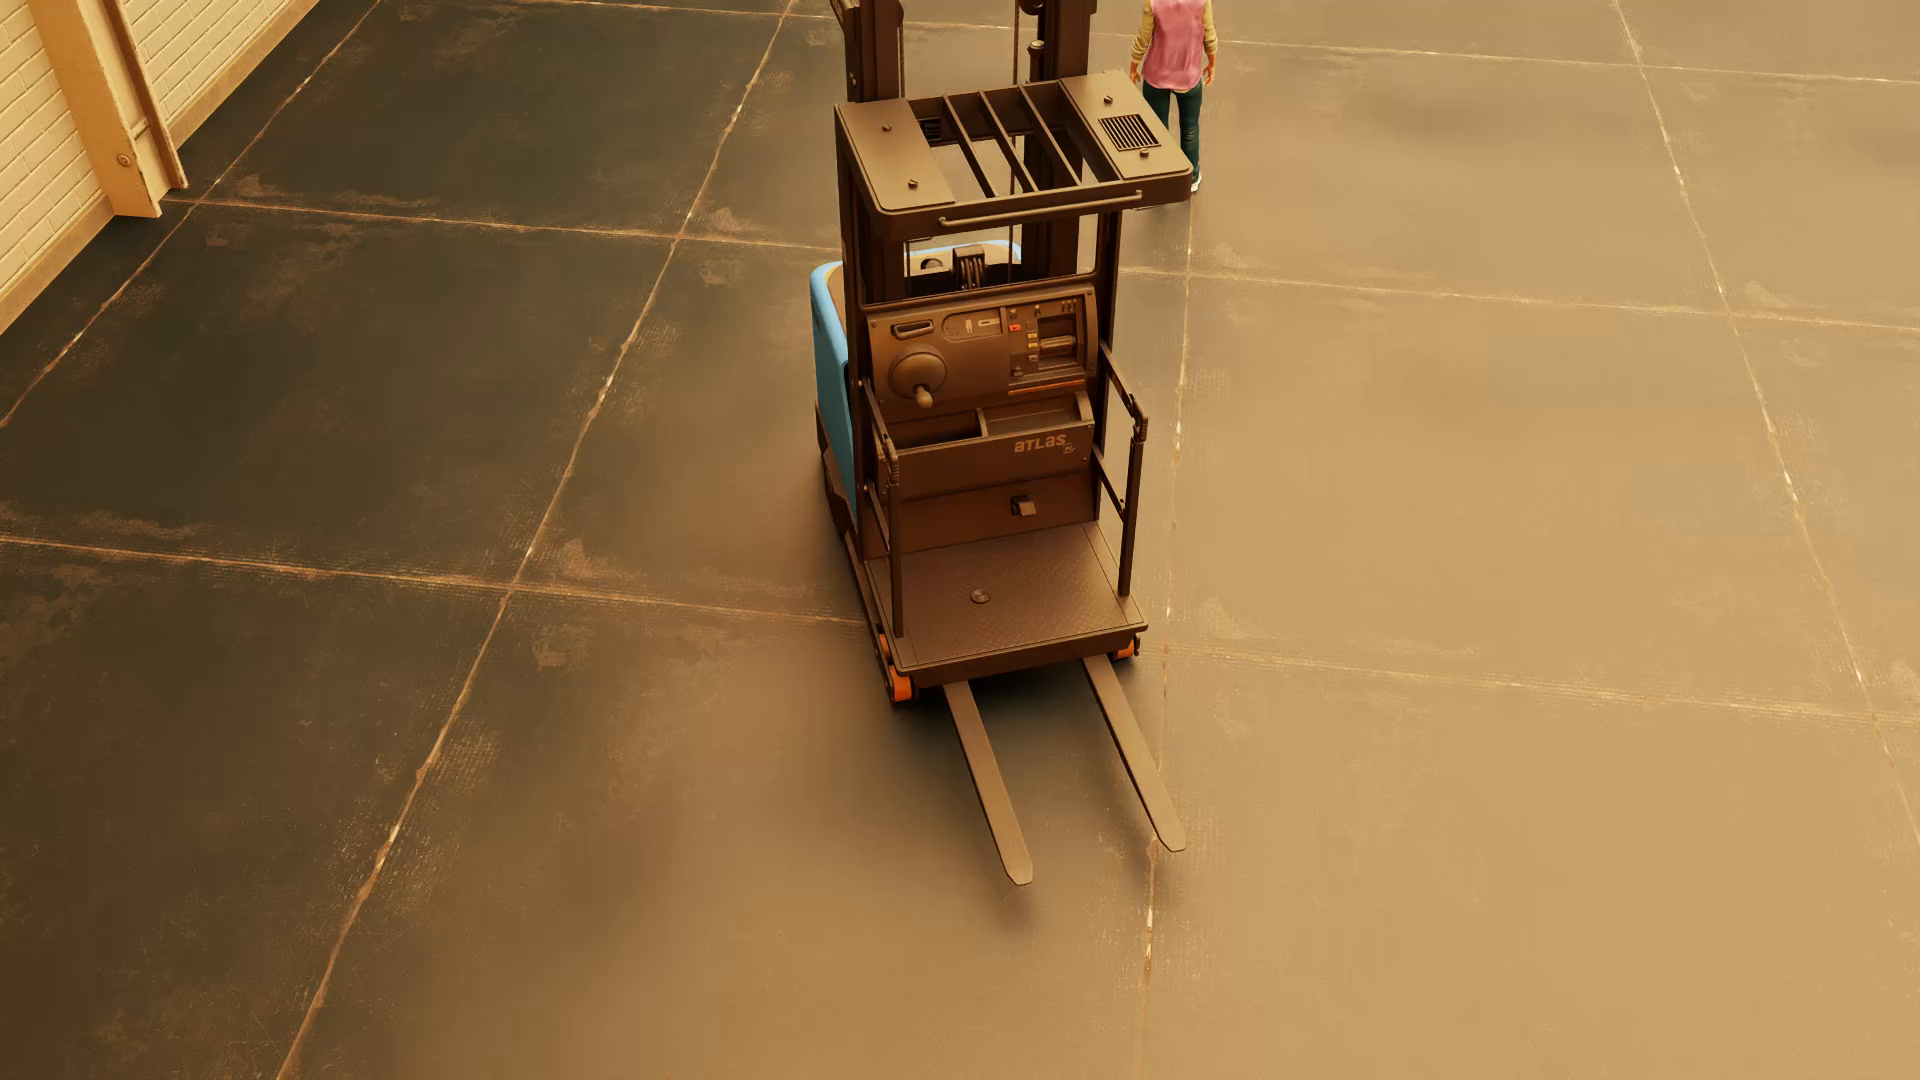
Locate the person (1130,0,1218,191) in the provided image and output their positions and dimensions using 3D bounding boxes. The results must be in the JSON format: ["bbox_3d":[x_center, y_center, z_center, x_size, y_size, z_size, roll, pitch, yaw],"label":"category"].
[{"bbox_3d":[1.235,-2.723,9.664,0.519,1.598,0.474,0,43,0],"label":"person"}]

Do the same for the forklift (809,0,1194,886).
[{"bbox_3d":[0.153,-0.681,6.465,1.130,2.935,3.031,-10,44,-11],"label":"forklift"}]
